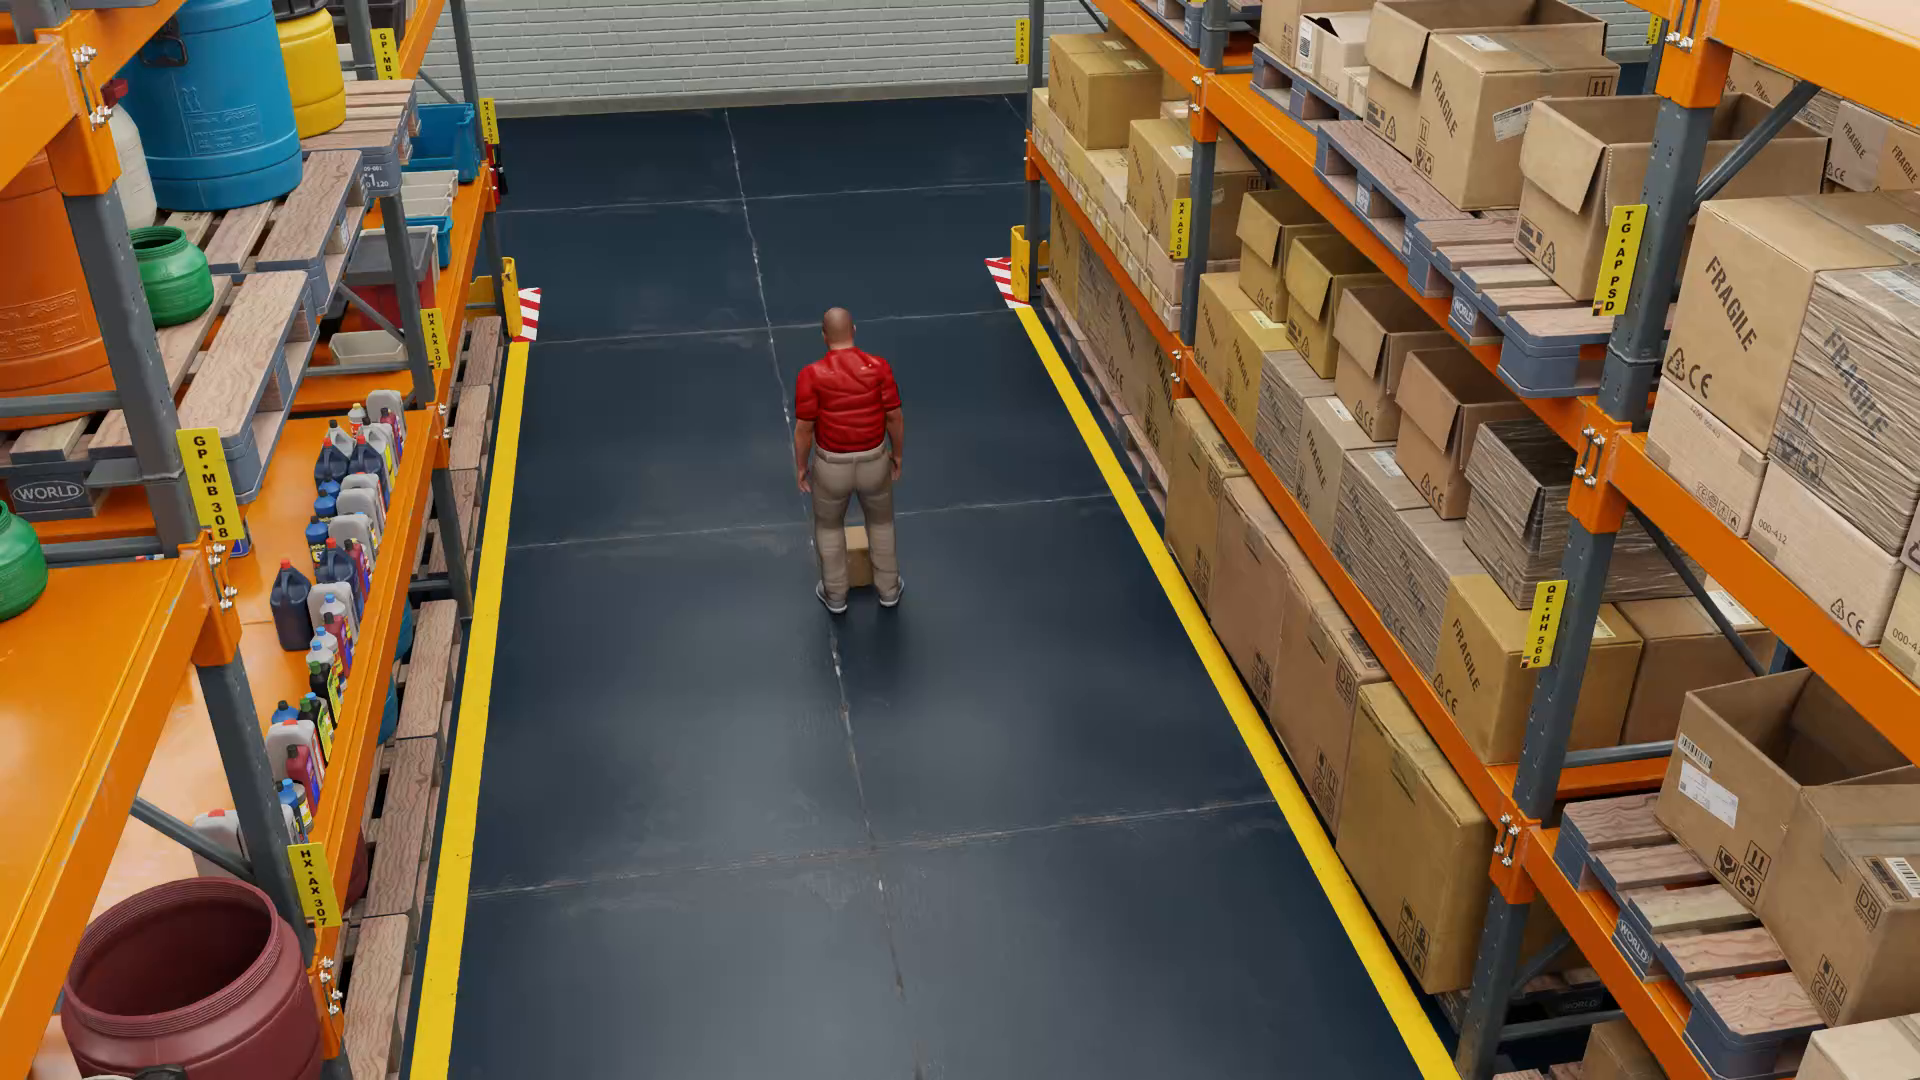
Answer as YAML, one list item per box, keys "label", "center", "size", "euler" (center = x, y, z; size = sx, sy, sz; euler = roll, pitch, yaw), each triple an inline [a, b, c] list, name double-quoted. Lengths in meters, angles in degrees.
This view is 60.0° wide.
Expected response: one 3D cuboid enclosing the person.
- label: "person"
  center: [-0.585, -0.408, 8.845]
  size: [0.591, 1.725, 0.393]
  euler: [-7, 31, -11]
